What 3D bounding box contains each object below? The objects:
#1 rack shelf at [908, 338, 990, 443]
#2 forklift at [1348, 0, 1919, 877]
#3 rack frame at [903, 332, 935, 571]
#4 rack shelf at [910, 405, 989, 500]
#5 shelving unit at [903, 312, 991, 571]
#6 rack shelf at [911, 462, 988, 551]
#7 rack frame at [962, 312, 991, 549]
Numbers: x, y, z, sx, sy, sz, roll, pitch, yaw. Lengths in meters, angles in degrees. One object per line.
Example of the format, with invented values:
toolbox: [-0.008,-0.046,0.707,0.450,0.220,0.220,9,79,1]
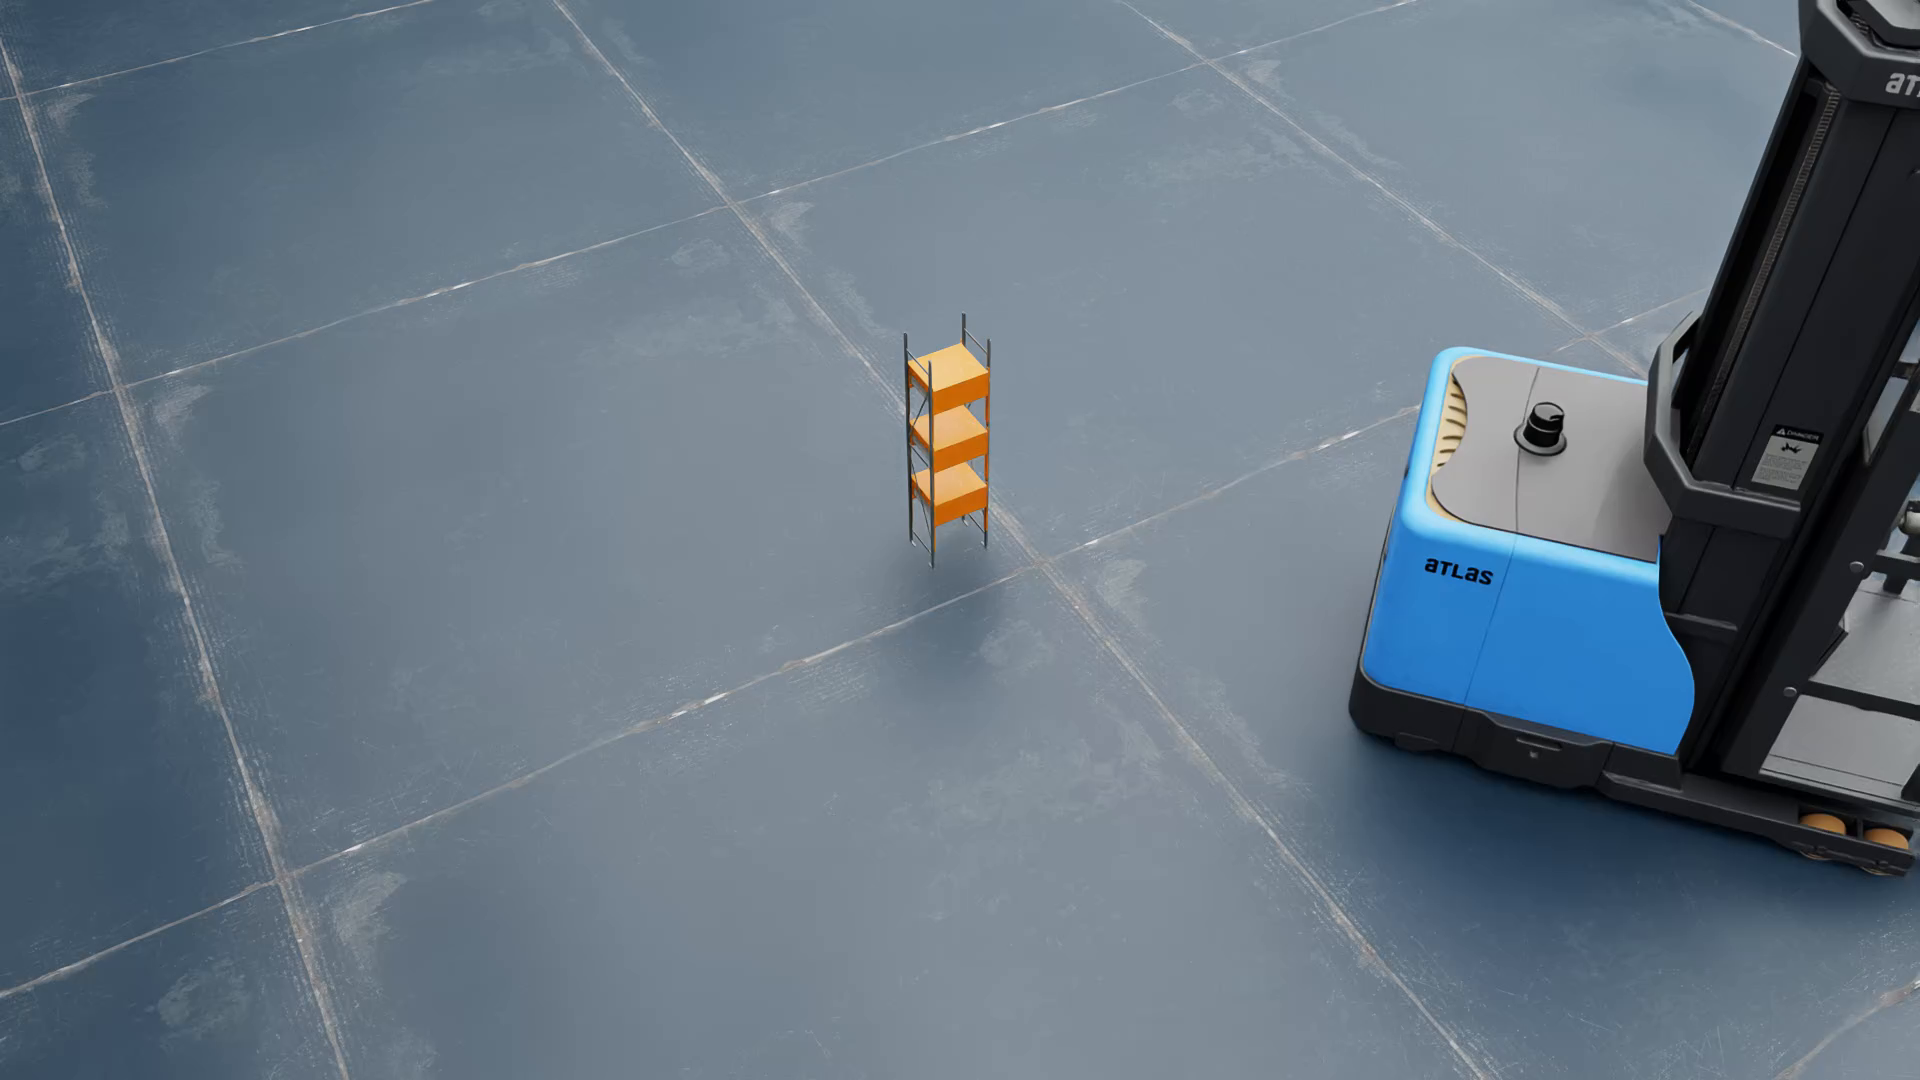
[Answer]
rack shelf: [-0.046,-0.554,6.175,0.240,0.259,0.215,-22,48,-21]
forklift: [2.979,-0.345,5.000,3.031,2.935,1.130,13,46,13]
rack frame: [-0.152,-0.316,6.322,0.008,1.050,0.200,-22,48,-21]
rack shelf: [-0.046,-0.351,6.373,0.240,0.259,0.215,-22,48,-21]
shelving unit: [-0.046,-0.358,6.365,0.252,1.050,0.215,-22,48,-21]
rack shelf: [-0.046,-0.151,6.566,0.240,0.259,0.215,-22,48,-21]
rack frame: [0.059,-0.401,6.409,0.008,1.050,0.200,-22,48,-21]
